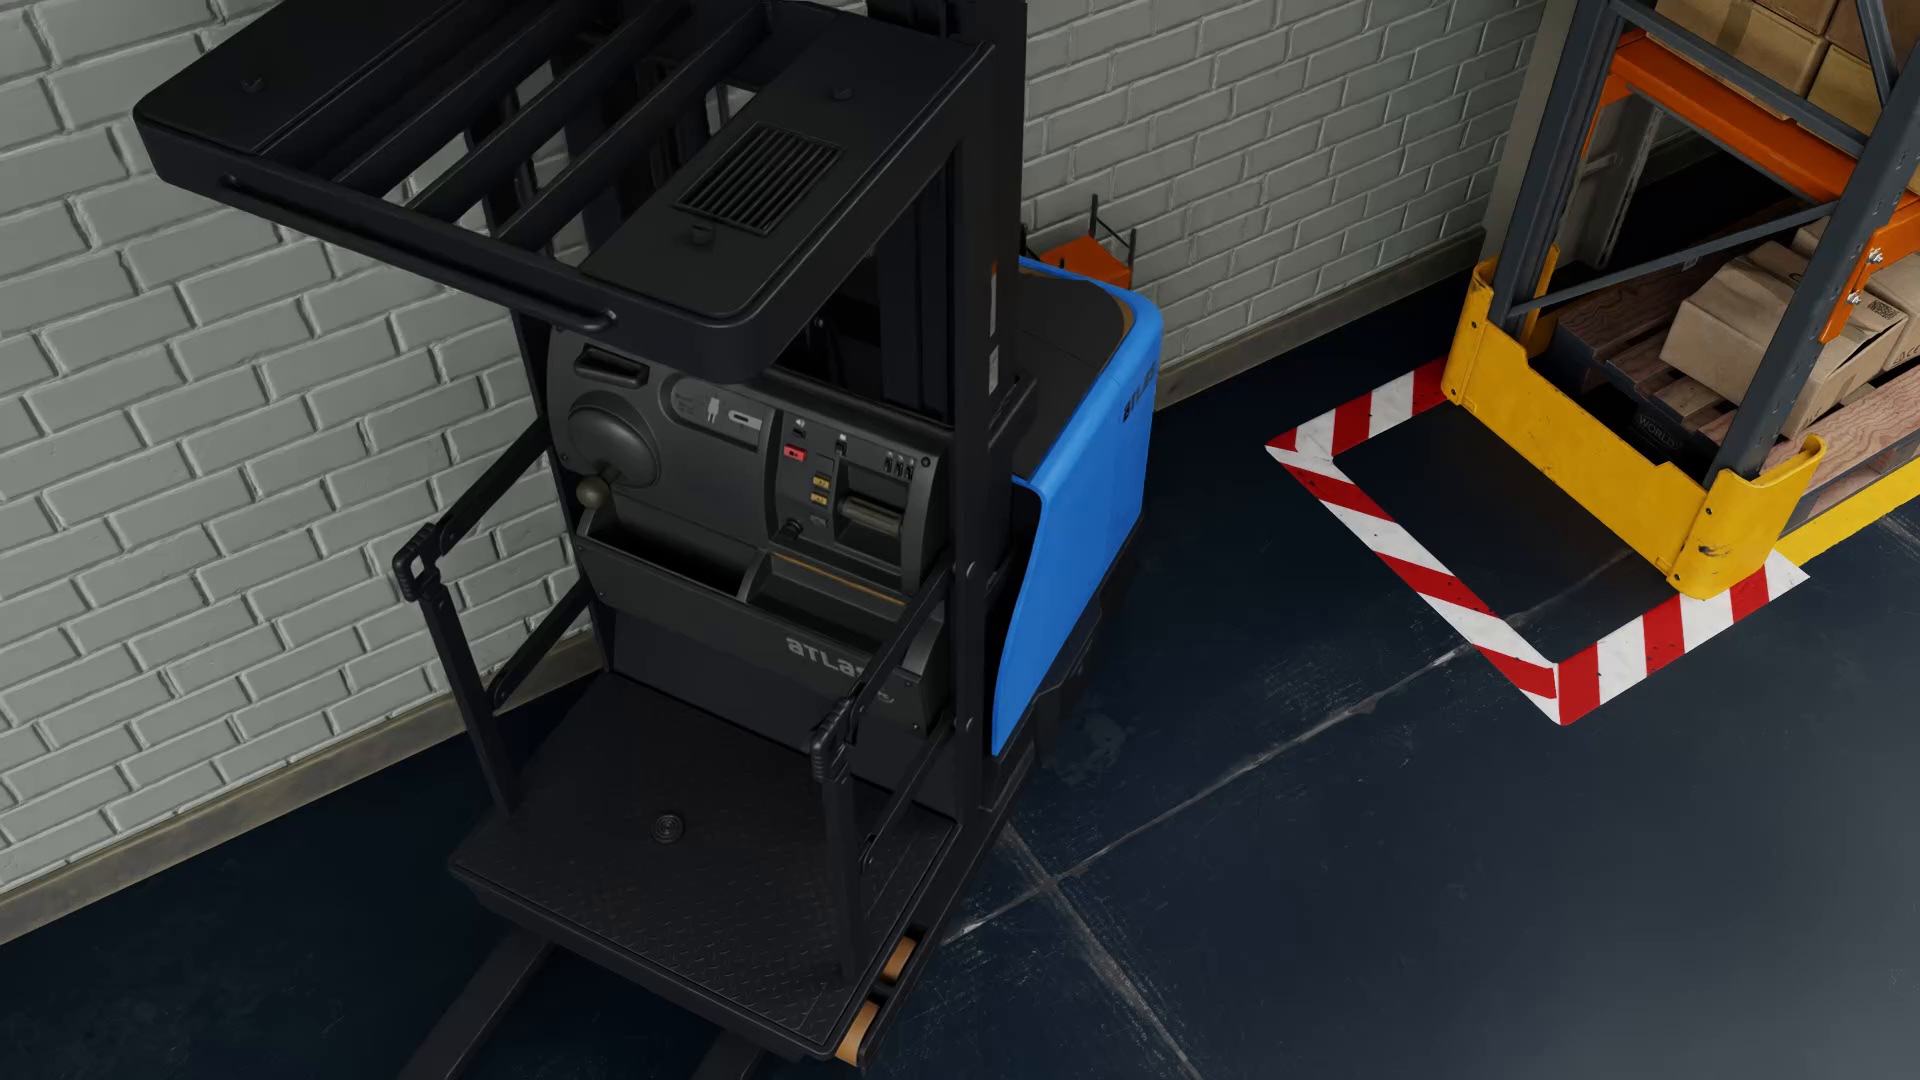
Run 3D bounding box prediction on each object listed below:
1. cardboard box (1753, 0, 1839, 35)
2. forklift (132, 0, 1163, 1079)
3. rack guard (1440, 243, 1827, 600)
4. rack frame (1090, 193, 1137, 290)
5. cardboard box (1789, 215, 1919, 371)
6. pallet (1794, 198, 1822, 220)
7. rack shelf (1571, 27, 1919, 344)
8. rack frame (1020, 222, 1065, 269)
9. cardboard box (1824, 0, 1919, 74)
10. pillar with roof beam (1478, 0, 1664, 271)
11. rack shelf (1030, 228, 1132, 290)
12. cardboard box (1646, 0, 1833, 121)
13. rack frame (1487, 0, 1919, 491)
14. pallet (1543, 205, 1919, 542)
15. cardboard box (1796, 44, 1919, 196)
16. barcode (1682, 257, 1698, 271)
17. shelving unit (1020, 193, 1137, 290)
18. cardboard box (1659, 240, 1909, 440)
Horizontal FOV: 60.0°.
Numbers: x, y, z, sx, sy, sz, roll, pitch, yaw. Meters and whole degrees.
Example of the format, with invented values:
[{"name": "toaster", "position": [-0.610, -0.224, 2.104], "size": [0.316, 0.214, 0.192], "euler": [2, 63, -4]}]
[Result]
[{"name": "cardboard box", "position": [2.304, -1.732, 4.368], "size": [0.500, 0.500, 0.500], "euler": [-26, 53, -21]}, {"name": "forklift", "position": [-0.566, -0.075, 3.354], "size": [1.130, 2.935, 3.031], "euler": [21, 52, 18]}, {"name": "rack guard", "position": [2.083, -0.402, 5.274], "size": [0.348, 0.500, 1.175], "euler": [-25, 53, -21]}, {"name": "rack frame", "position": [0.432, -0.570, 5.055], "size": [0.008, 1.050, 0.200], "euler": [-26, 53, -21]}, {"name": "cardboard box", "position": [3.134, -0.901, 5.550], "size": [0.500, 0.311, 0.500], "euler": [-21, 52, -18]}, {"name": "pallet", "position": [3.819, -1.091, 6.080], "size": [1.213, 0.211, 1.003], "euler": [-25, 53, -21]}, {"name": "rack shelf", "position": [3.710, -1.761, 5.291], "size": [4.000, 0.370, 1.077], "euler": [-25, 53, -21]}, {"name": "rack frame", "position": [0.228, -0.471, 4.965], "size": [0.008, 1.050, 0.200], "euler": [-26, 53, -21]}, {"name": "cardboard box", "position": [2.583, -1.410, 4.082], "size": [0.500, 0.500, 0.500], "euler": [-25, 53, -21]}, {"name": "pillar with roof beam", "position": [4.446, -1.305, 0.386], "size": [0.400, 9.000, 9.100], "euler": [-25, 53, -21]}, {"name": "rack shelf", "position": [0.331, -0.703, 4.807], "size": [0.240, 0.259, 0.215], "euler": [-26, 53, -21]}, {"name": "cardboard box", "position": [2.310, -1.469, 4.637], "size": [0.500, 0.250, 0.500], "euler": [-25, 53, -20]}, {"name": "rack frame", "position": [2.018, -1.203, 4.313], "size": [0.127, 3.000, 1.000], "euler": [-25, 53, -21]}, {"name": "pallet", "position": [2.789, -0.608, 5.650], "size": [1.213, 0.211, 1.003], "euler": [-25, 53, -21]}, {"name": "cardboard box", "position": [2.601, -1.154, 4.356], "size": [0.500, 0.250, 0.500], "euler": [-27, 54, -22]}, {"name": "barcode", "position": [2.454, -0.937, 5.576], "size": [0.075, 0.075, 0.001], "euler": [-25, 53, -21]}, {"name": "shelving unit", "position": [0.330, -0.521, 5.010], "size": [0.252, 1.050, 0.215], "euler": [-26, 53, -21]}, {"name": "cardboard box", "position": [2.652, -0.674, 5.348], "size": [0.500, 0.311, 0.500], "euler": [-31, 55, -25]}]
